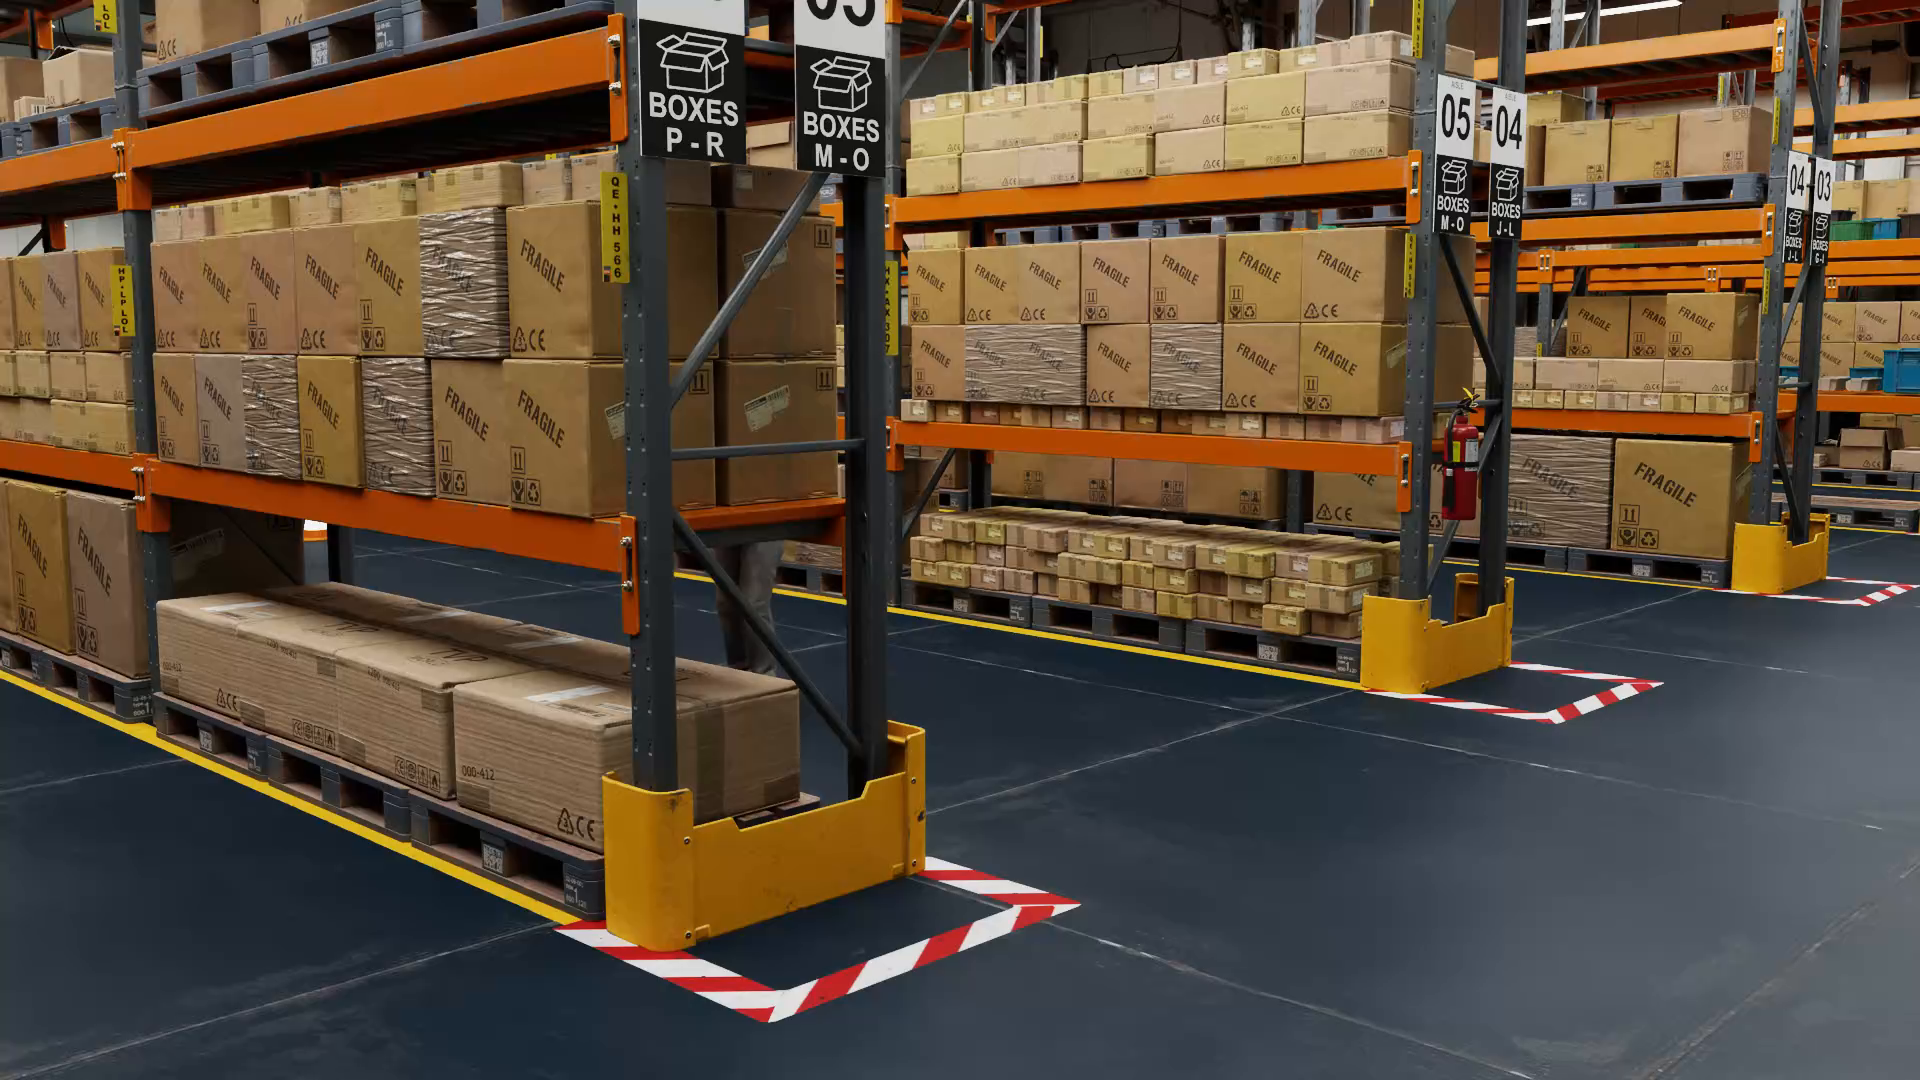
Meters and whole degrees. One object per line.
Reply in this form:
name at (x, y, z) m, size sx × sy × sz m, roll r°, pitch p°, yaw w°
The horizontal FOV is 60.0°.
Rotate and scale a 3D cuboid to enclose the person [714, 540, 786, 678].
person at (-1.151, -0.051, 8.586) m, size 0.495 × 1.770 × 0.556 m, roll 7°, pitch 10°, yaw 44°
